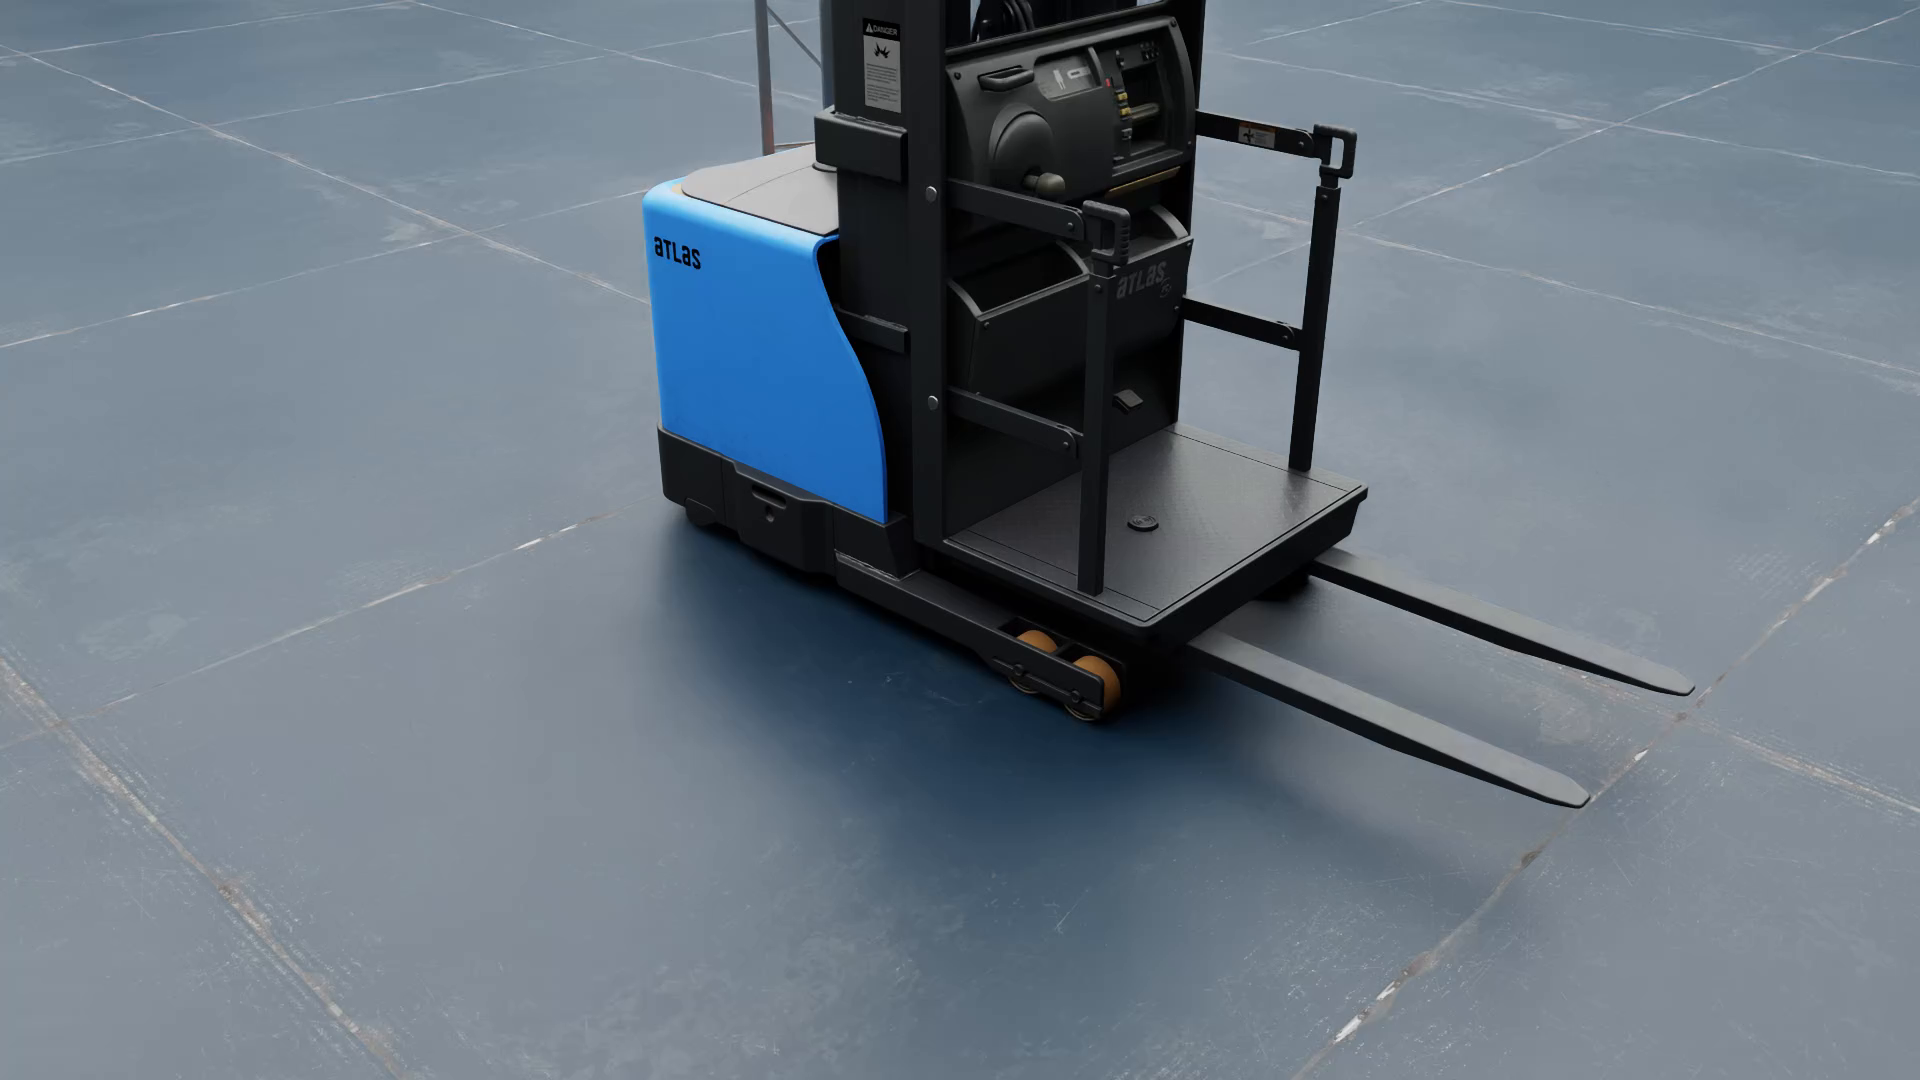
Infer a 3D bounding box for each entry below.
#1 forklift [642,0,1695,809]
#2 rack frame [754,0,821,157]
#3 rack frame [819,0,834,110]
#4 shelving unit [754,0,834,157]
[{"bbox_3d":[0.466,-1.100,4.194,3.031,2.935,1.130,23,35,36],"label":"forklift"},{"bbox_3d":[-0.544,-1.587,6.657,0.500,1.500,0.032,-9,29,-16],"label":"rack frame"},{"bbox_3d":[-0.218,-1.139,5.804,0.500,1.500,0.032,-9,29,-16],"label":"rack frame"},{"bbox_3d":[-0.384,-1.367,6.238,0.587,1.500,1.083,-9,29,-16],"label":"shelving unit"}]
